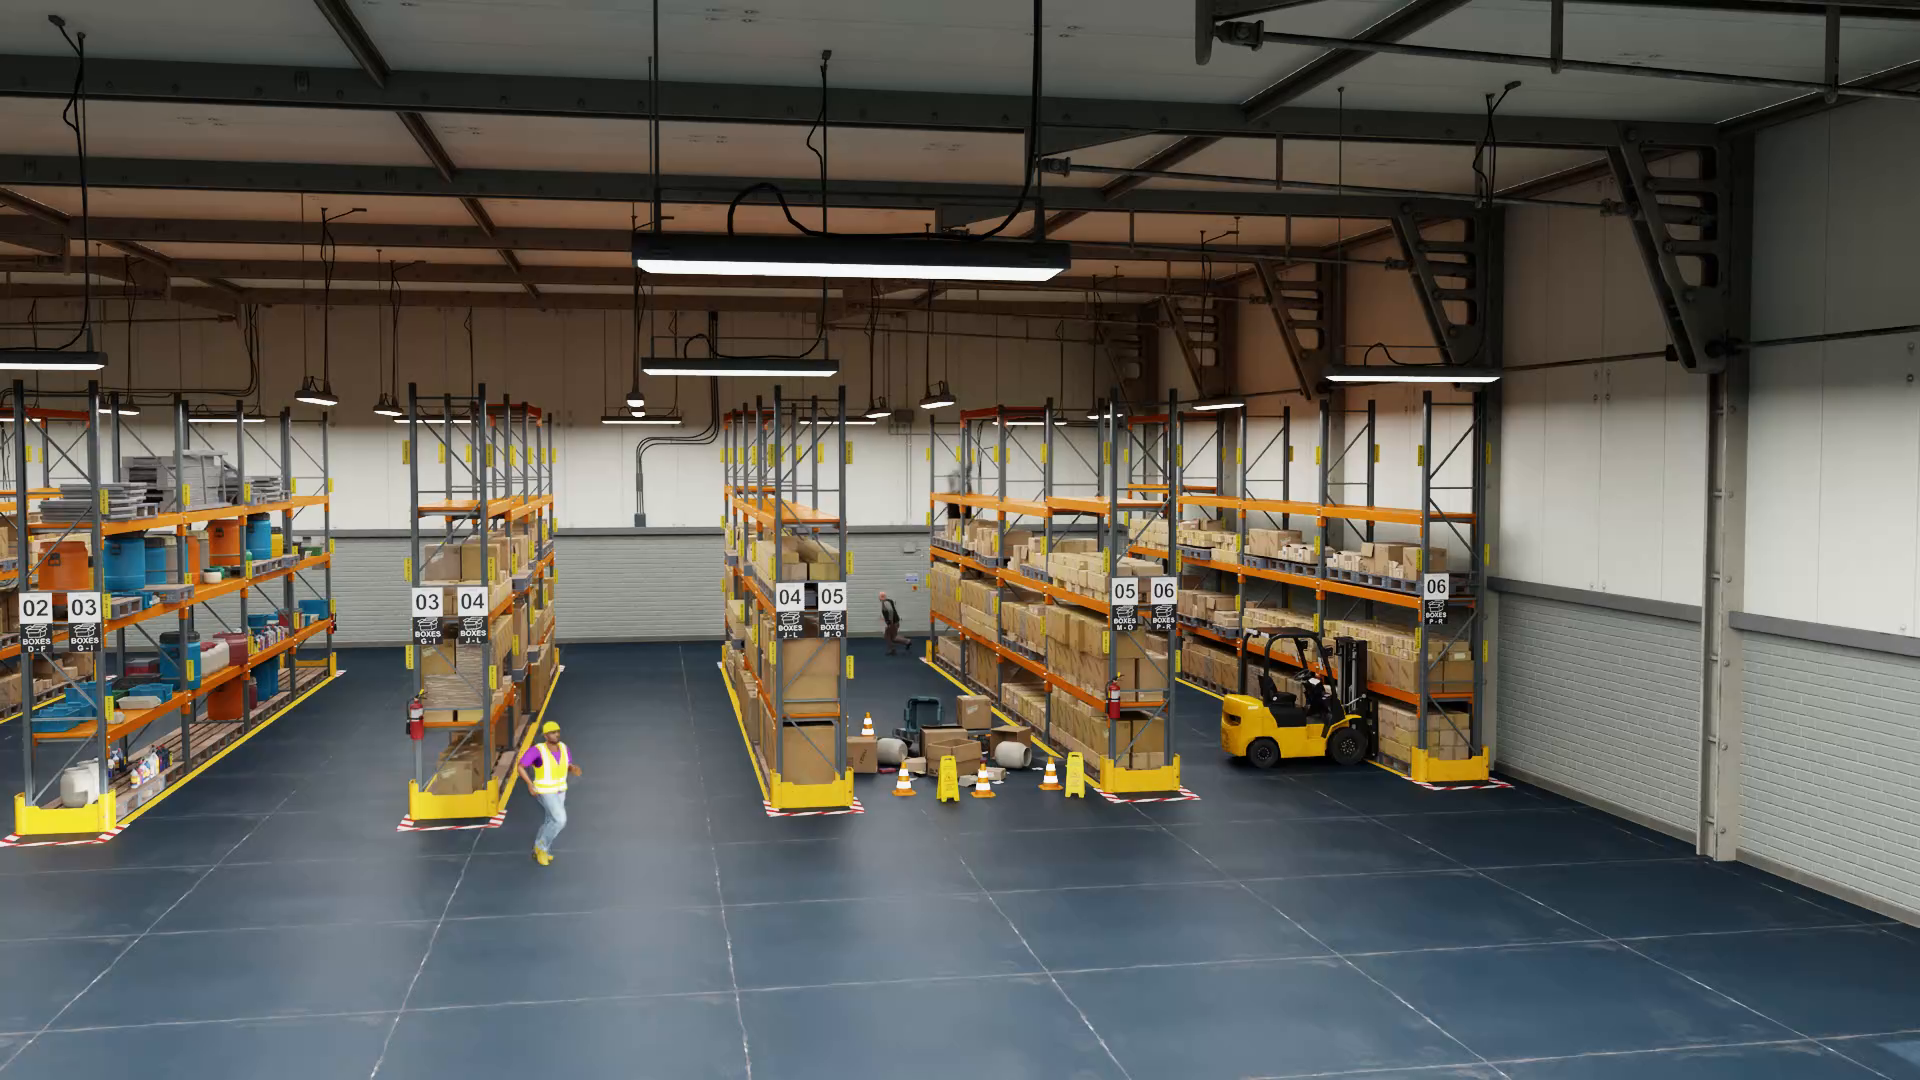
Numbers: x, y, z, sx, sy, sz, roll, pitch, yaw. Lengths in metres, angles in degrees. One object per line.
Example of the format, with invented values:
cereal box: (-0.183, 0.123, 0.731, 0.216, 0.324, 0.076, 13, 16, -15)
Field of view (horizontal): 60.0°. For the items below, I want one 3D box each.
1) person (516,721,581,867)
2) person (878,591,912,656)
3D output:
person: (-4.973, 3.100, 20.359, 0.679, 1.767, 0.668, 2, 3, 32)
person: (-1.622, 2.101, 41.601, 0.865, 1.634, 0.656, 0, 3, 1)
